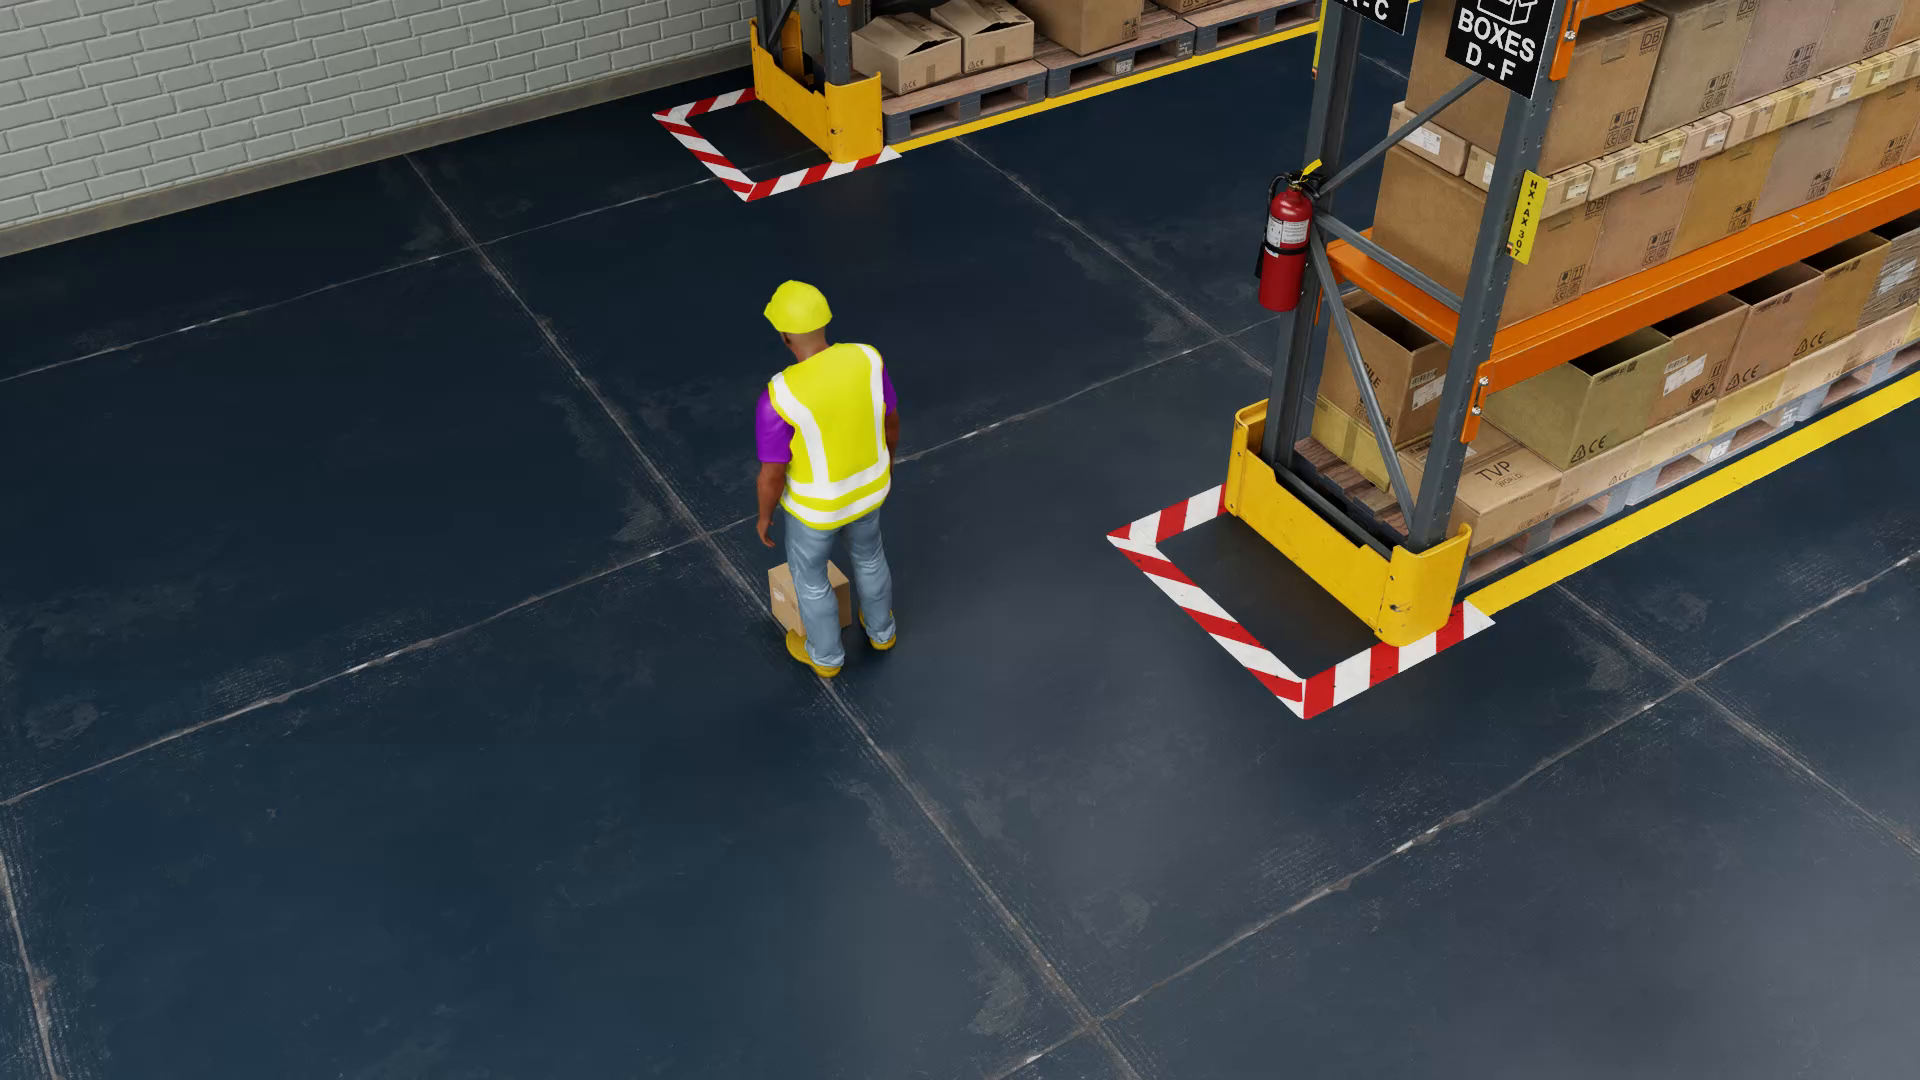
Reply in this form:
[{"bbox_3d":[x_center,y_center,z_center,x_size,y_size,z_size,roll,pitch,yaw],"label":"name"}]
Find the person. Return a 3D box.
[{"bbox_3d":[-0.511,-0.206,6.388,0.633,1.755,0.462,-25,47,-27],"label":"person"}]
